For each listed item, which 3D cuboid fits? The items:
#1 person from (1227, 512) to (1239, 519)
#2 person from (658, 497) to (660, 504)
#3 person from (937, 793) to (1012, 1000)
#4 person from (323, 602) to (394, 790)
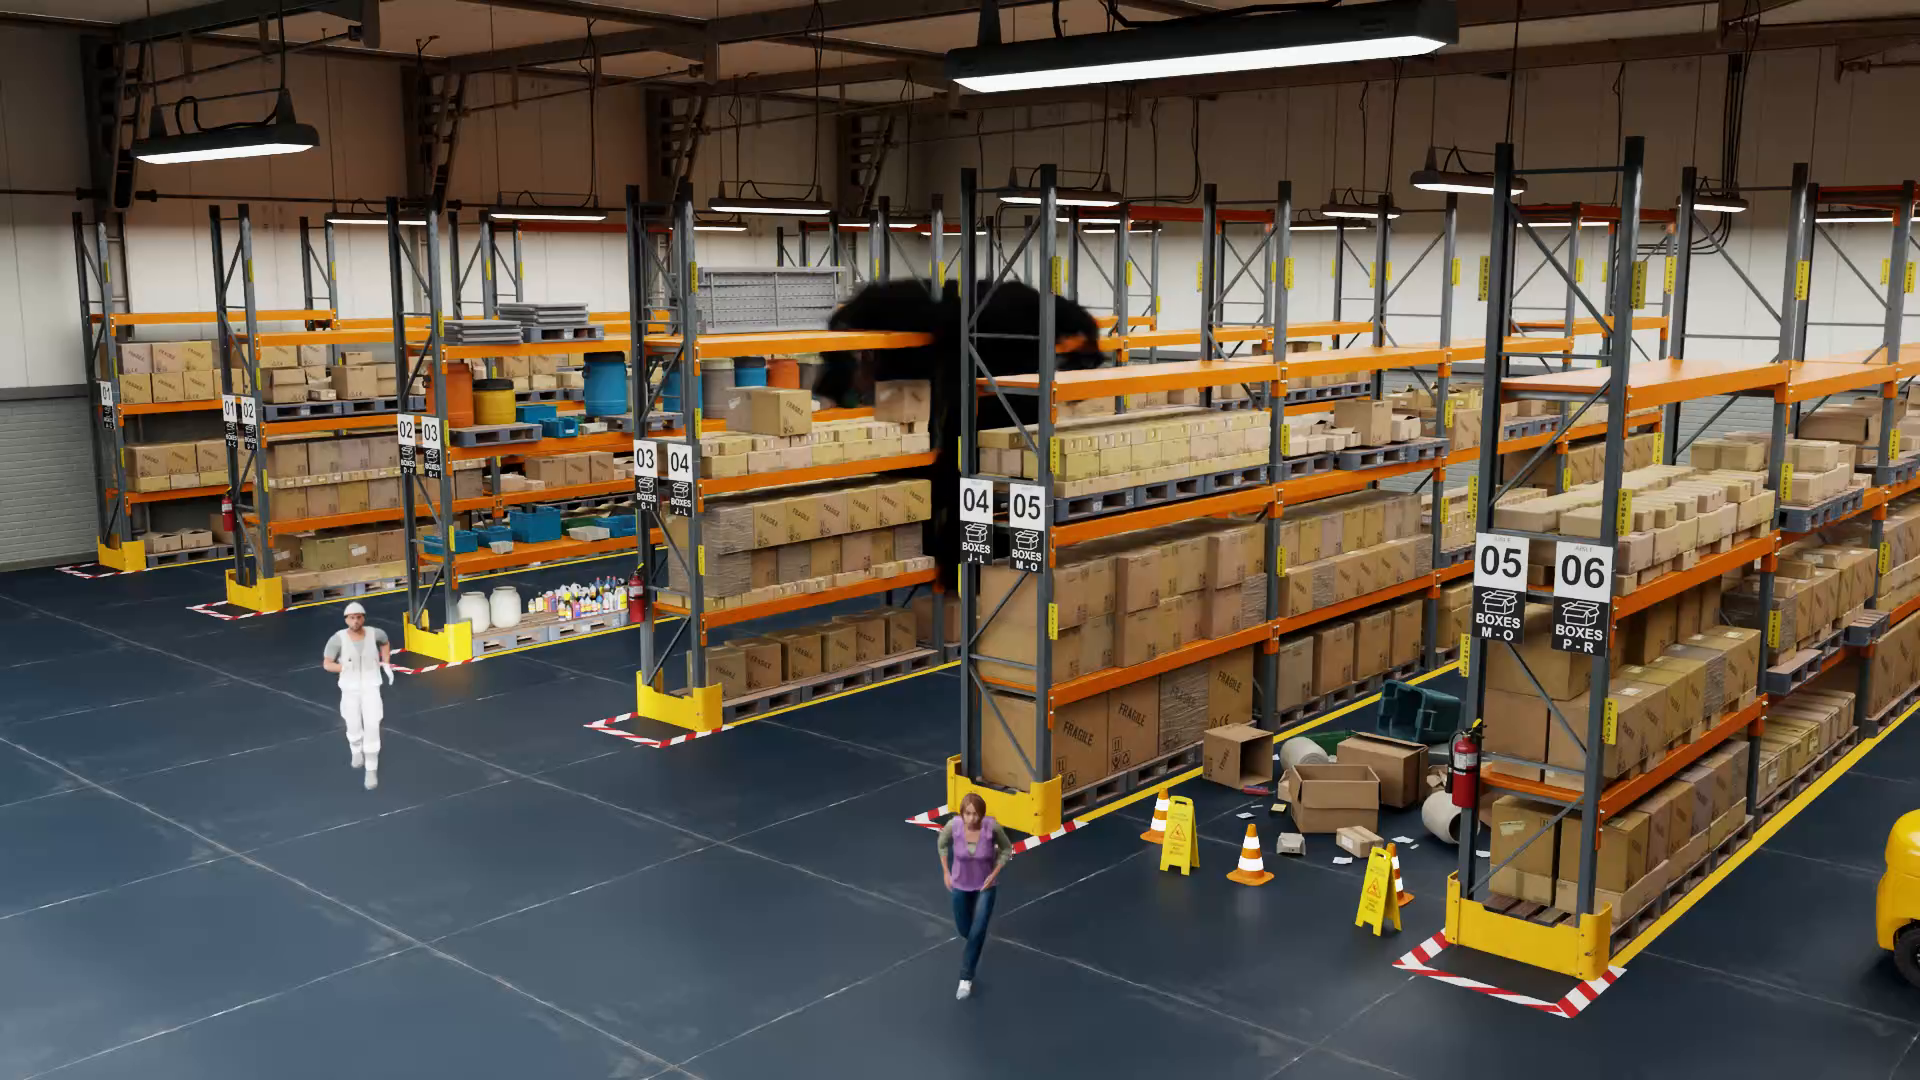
[{"bbox_3d":[3.553,0.455,21.905,0.562,1.639,0.562,9,13,42],"label":"person"},{"bbox_3d":[-6.272,-1.218,33.401,0.661,1.728,0.689,-9,13,-42],"label":"person"},{"bbox_3d":[0.102,2.479,11.948,0.536,1.542,0.763,0,9,0],"label":"person"},{"bbox_3d":[-6.026,1.507,16.703,0.652,1.825,0.905,-4,10,-20],"label":"person"}]
